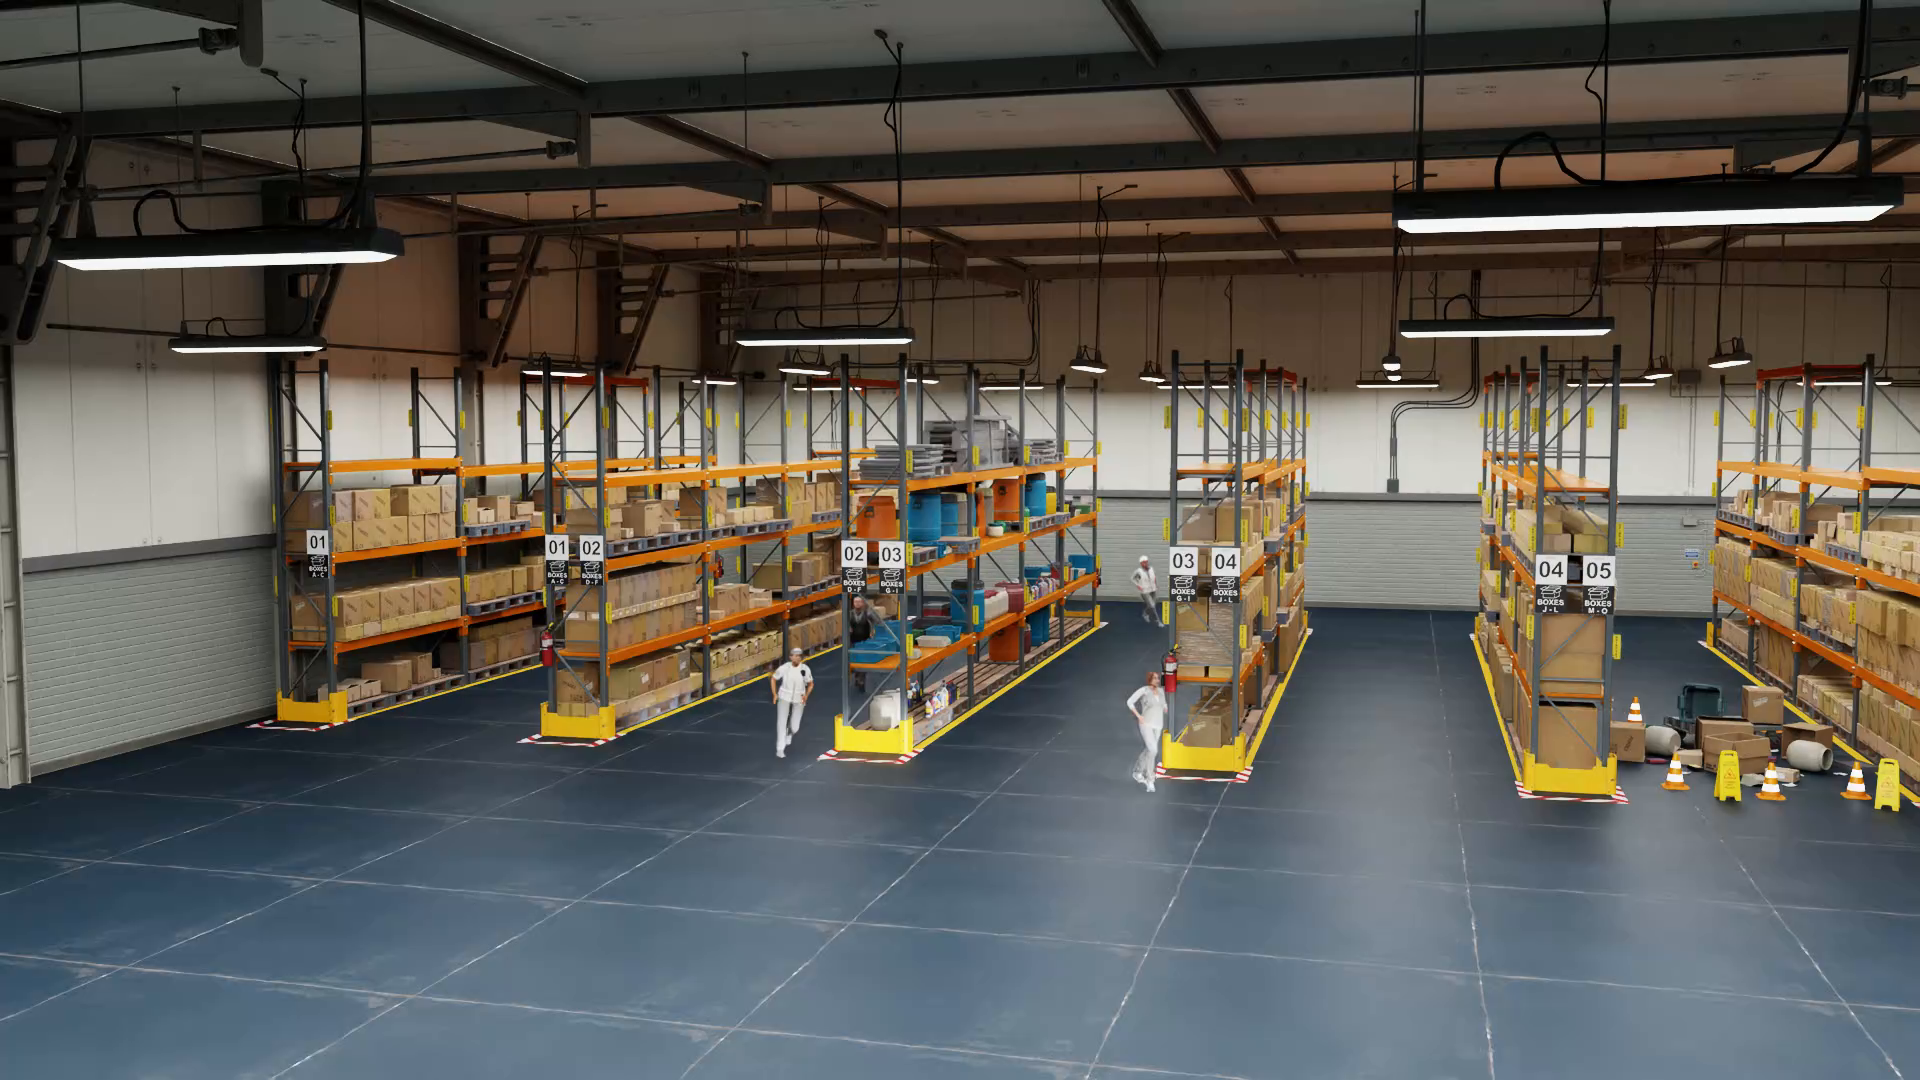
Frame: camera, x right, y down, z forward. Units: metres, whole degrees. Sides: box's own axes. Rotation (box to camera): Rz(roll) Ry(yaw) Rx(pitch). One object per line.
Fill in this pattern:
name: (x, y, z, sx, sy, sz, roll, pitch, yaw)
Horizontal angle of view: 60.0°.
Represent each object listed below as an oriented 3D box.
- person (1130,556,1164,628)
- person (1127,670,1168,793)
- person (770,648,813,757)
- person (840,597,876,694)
person: (4.493, 1.242, 40.312, 0.681, 1.738, 0.917, -2, 5, -28)
person: (2.590, 2.588, 22.656, 0.533, 1.648, 0.646, -3, 5, -34)
person: (-2.524, 2.423, 24.999, 0.647, 1.631, 0.575, -1, 4, -9)
person: (-1.896, 1.929, 30.828, 0.640, 1.768, 0.791, 0, 4, 6)
